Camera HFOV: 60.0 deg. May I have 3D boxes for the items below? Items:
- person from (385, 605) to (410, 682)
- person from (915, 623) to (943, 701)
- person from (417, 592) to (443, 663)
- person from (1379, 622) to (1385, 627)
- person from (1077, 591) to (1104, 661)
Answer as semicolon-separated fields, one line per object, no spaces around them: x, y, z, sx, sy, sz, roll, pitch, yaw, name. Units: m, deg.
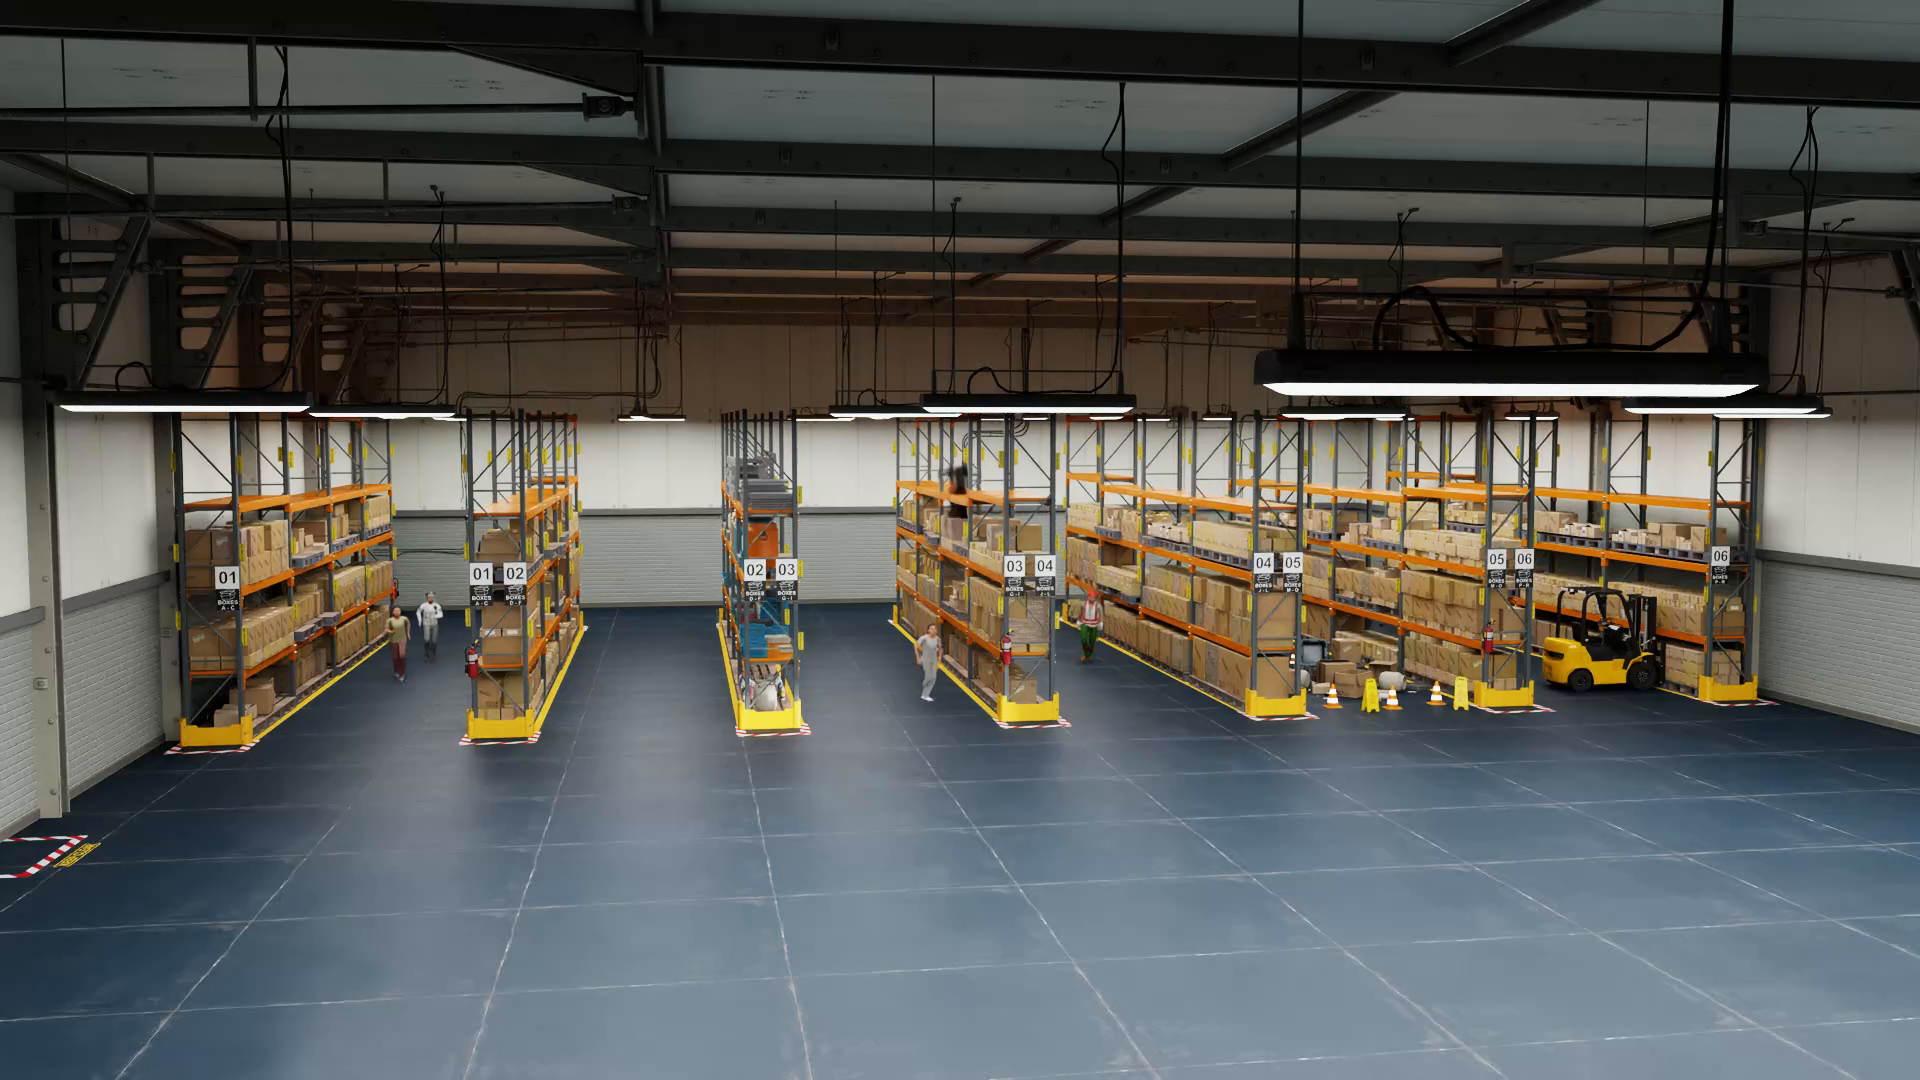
-12.539;2.304;37.080;0.518;1.713;0.804;-1;4;-16;person
-0.652;2.518;34.437;0.618;1.621;0.556;-2;4;-23;person
-12.748;2.091;40.011;0.597;1.718;0.685;-1;4;-20;person
11.618;1.677;46.704;0.601;1.608;0.790;-3;5;-38;person
3.133;2.055;39.918;0.658;1.719;0.752;0;4;6;person
